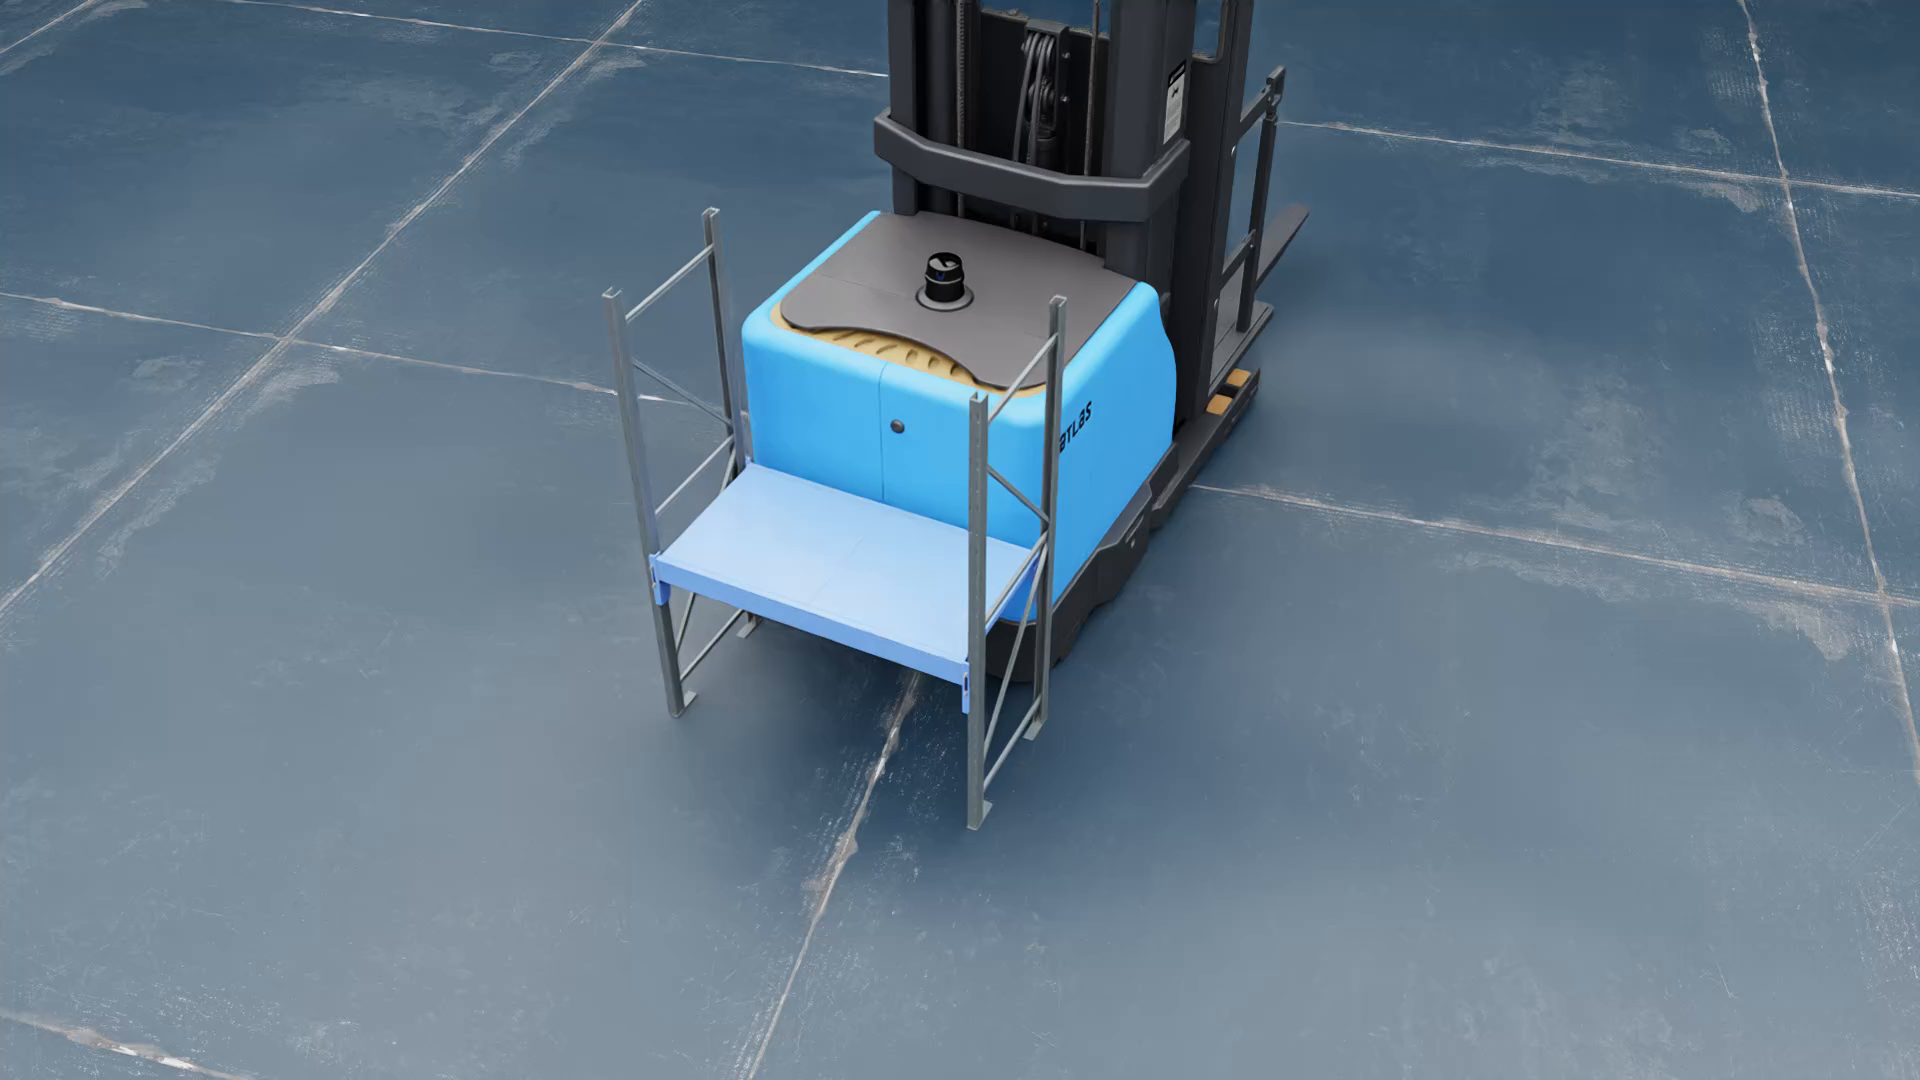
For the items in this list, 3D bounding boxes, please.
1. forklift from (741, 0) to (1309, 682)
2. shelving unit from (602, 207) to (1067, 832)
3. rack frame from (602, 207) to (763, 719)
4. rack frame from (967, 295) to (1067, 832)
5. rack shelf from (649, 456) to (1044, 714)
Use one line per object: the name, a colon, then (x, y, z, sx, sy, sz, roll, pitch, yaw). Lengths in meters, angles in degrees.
forklift: (0.482, -1.623, 5.403, 1.130, 2.935, 3.031, 19, 44, 21)
shelving unit: (-0.313, -0.032, 4.621, 1.048, 1.500, 0.538, 17, 43, 20)
rack frame: (-0.770, -0.175, 4.793, 0.032, 1.500, 0.500, 17, 43, 20)
rack frame: (0.143, 0.112, 4.450, 0.032, 1.500, 0.500, 17, 43, 20)
rack shelf: (-0.313, 0.106, 4.737, 1.000, 0.185, 0.538, 17, 43, 20)
